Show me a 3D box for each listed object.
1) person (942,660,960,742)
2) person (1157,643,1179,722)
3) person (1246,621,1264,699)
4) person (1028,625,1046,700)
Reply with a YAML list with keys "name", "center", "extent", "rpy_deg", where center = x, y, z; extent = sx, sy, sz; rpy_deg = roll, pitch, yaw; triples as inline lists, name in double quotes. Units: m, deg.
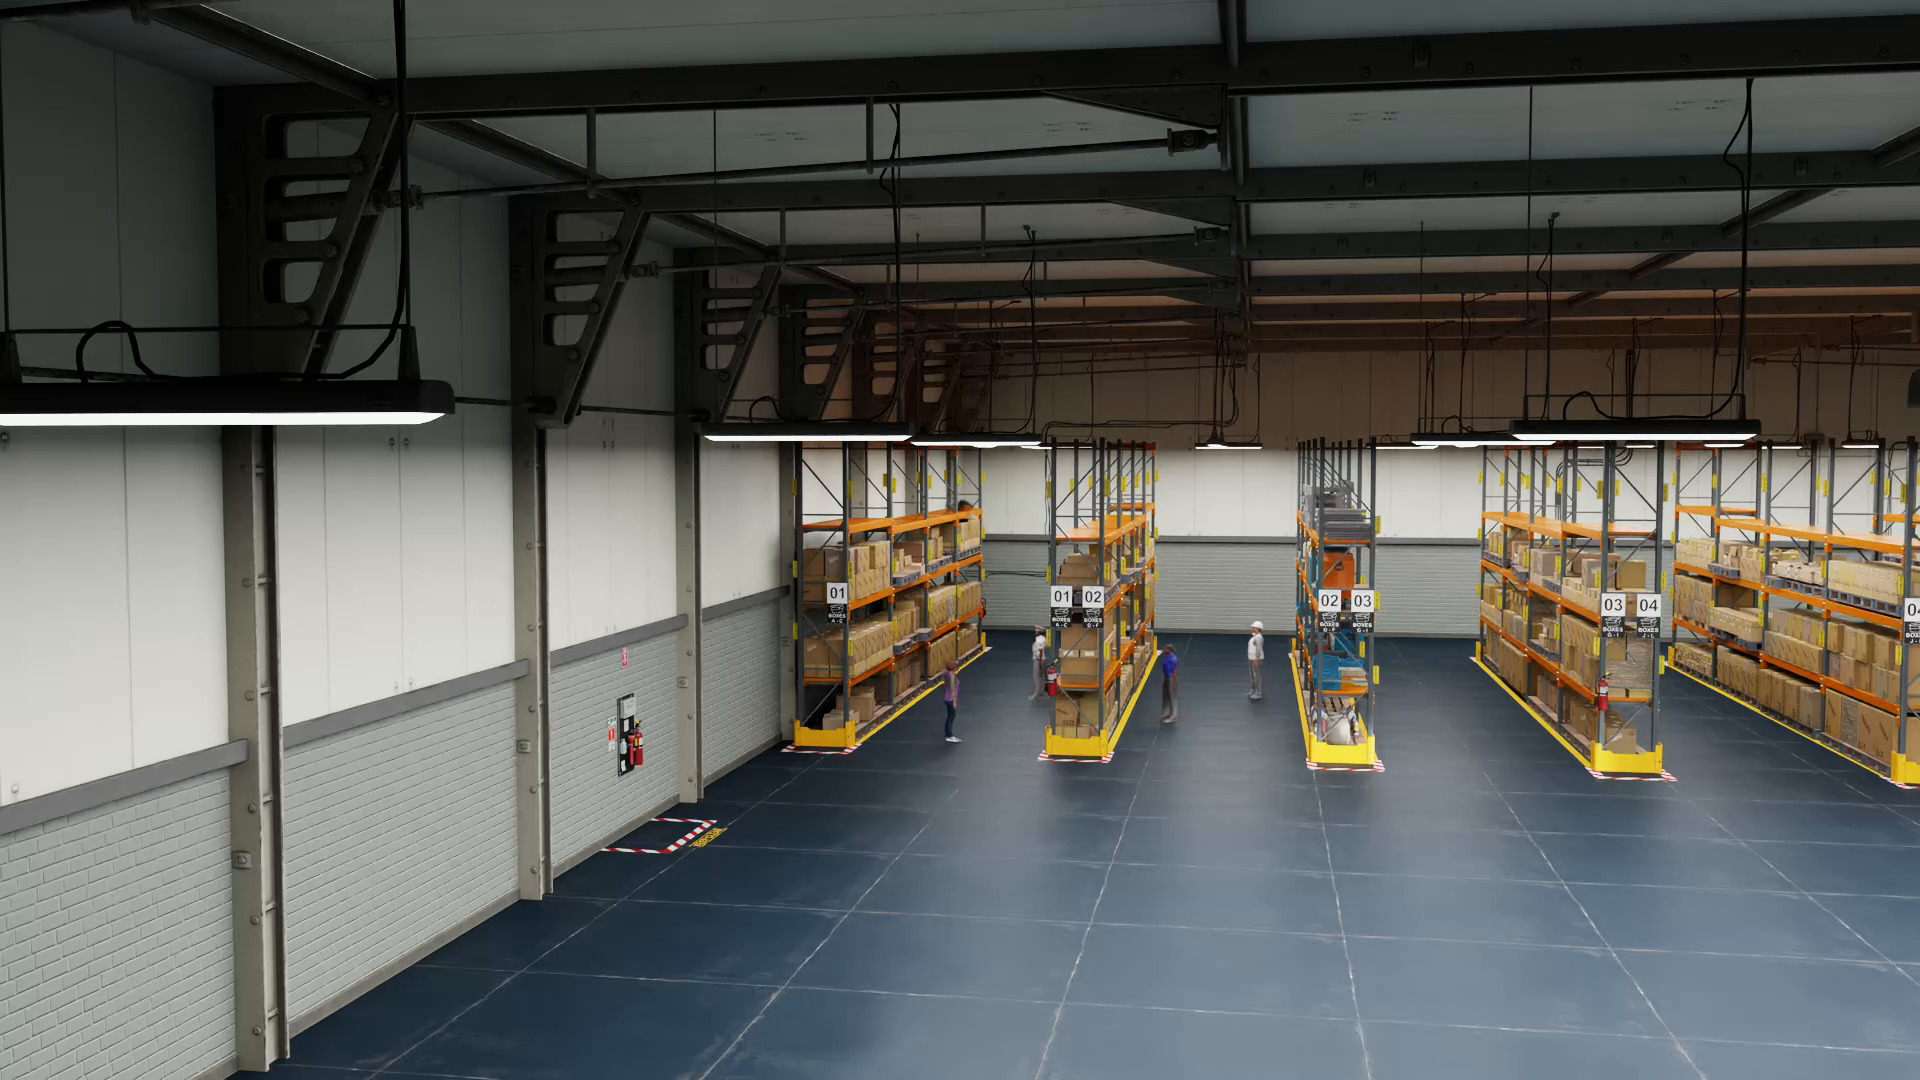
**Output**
- name: "person"
  center: [-0.183, 3.211, 32.954]
  extent: [0.324, 1.661, 0.480]
  rpy_deg: [-1, 3, -13]
- name: "person"
  center: [4.414, 3.016, 35.326]
  extent: [0.401, 1.663, 0.506]
  rpy_deg: [-1, 3, -18]
- name: "person"
  center: [6.888, 2.780, 38.730]
  extent: [0.394, 1.781, 0.572]
  rpy_deg: [0, 3, -6]
- name: "person"
  center: [1.807, 2.850, 38.627]
  extent: [0.385, 1.715, 0.594]
  rpy_deg: [1, 3, 10]
